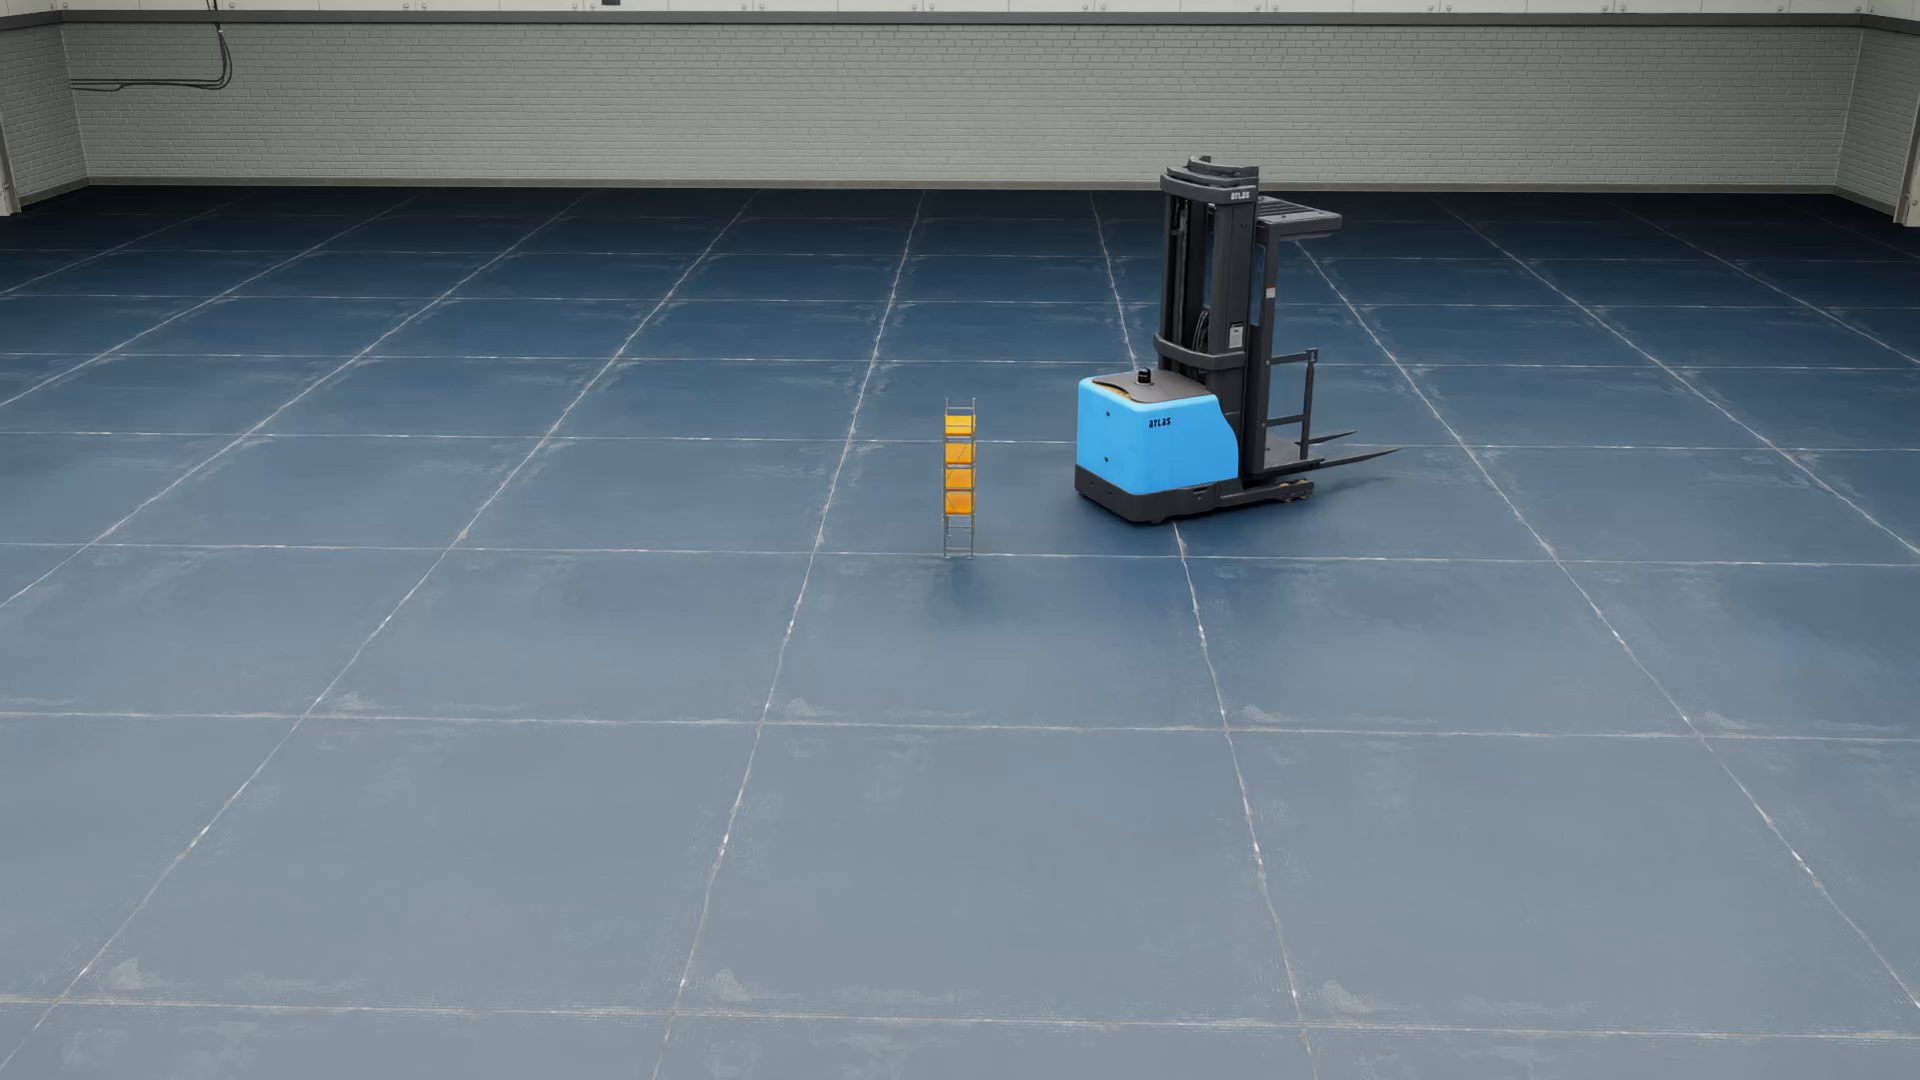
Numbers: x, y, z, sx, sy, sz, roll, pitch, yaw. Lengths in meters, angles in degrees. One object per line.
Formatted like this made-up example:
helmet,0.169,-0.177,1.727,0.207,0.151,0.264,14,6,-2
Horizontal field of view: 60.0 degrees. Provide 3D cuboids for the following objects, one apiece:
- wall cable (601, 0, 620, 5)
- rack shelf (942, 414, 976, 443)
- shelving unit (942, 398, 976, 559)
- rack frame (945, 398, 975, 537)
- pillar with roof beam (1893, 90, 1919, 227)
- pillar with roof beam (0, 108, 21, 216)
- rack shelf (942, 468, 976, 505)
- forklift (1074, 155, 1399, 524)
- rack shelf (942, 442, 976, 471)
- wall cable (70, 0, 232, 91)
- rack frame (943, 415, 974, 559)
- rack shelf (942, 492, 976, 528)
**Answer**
wall cable,-5.145,-12.210,28.150,2.305,6.003,0.169,1,21,2
rack shelf,-0.005,-0.866,13.309,0.258,0.148,0.480,1,21,2
shelving unit,-0.005,-0.500,13.451,0.258,1.200,0.503,1,21,2
rack frame,0.002,-0.588,13.678,0.240,1.200,0.015,1,21,2
pillar with roof beam,11.138,-9.385,25.570,9.100,9.000,0.400,1,21,2
pillar with roof beam,-11.741,-9.637,26.219,9.100,9.000,0.400,1,21,2
rack shelf,-0.005,-0.437,13.475,0.258,0.148,0.480,1,21,2
forklift,2.567,-1.859,14.560,3.031,2.935,1.130,-11,24,-25
rack shelf,-0.005,-0.645,13.394,0.258,0.148,0.480,1,21,2
wall cable,-14.633,-9.287,29.611,3.097,2.526,0.112,1,21,2
rack frame,-0.012,-0.411,13.224,0.240,1.200,0.015,1,21,2
rack shelf,-0.005,-0.252,13.547,0.258,0.148,0.480,1,21,2
